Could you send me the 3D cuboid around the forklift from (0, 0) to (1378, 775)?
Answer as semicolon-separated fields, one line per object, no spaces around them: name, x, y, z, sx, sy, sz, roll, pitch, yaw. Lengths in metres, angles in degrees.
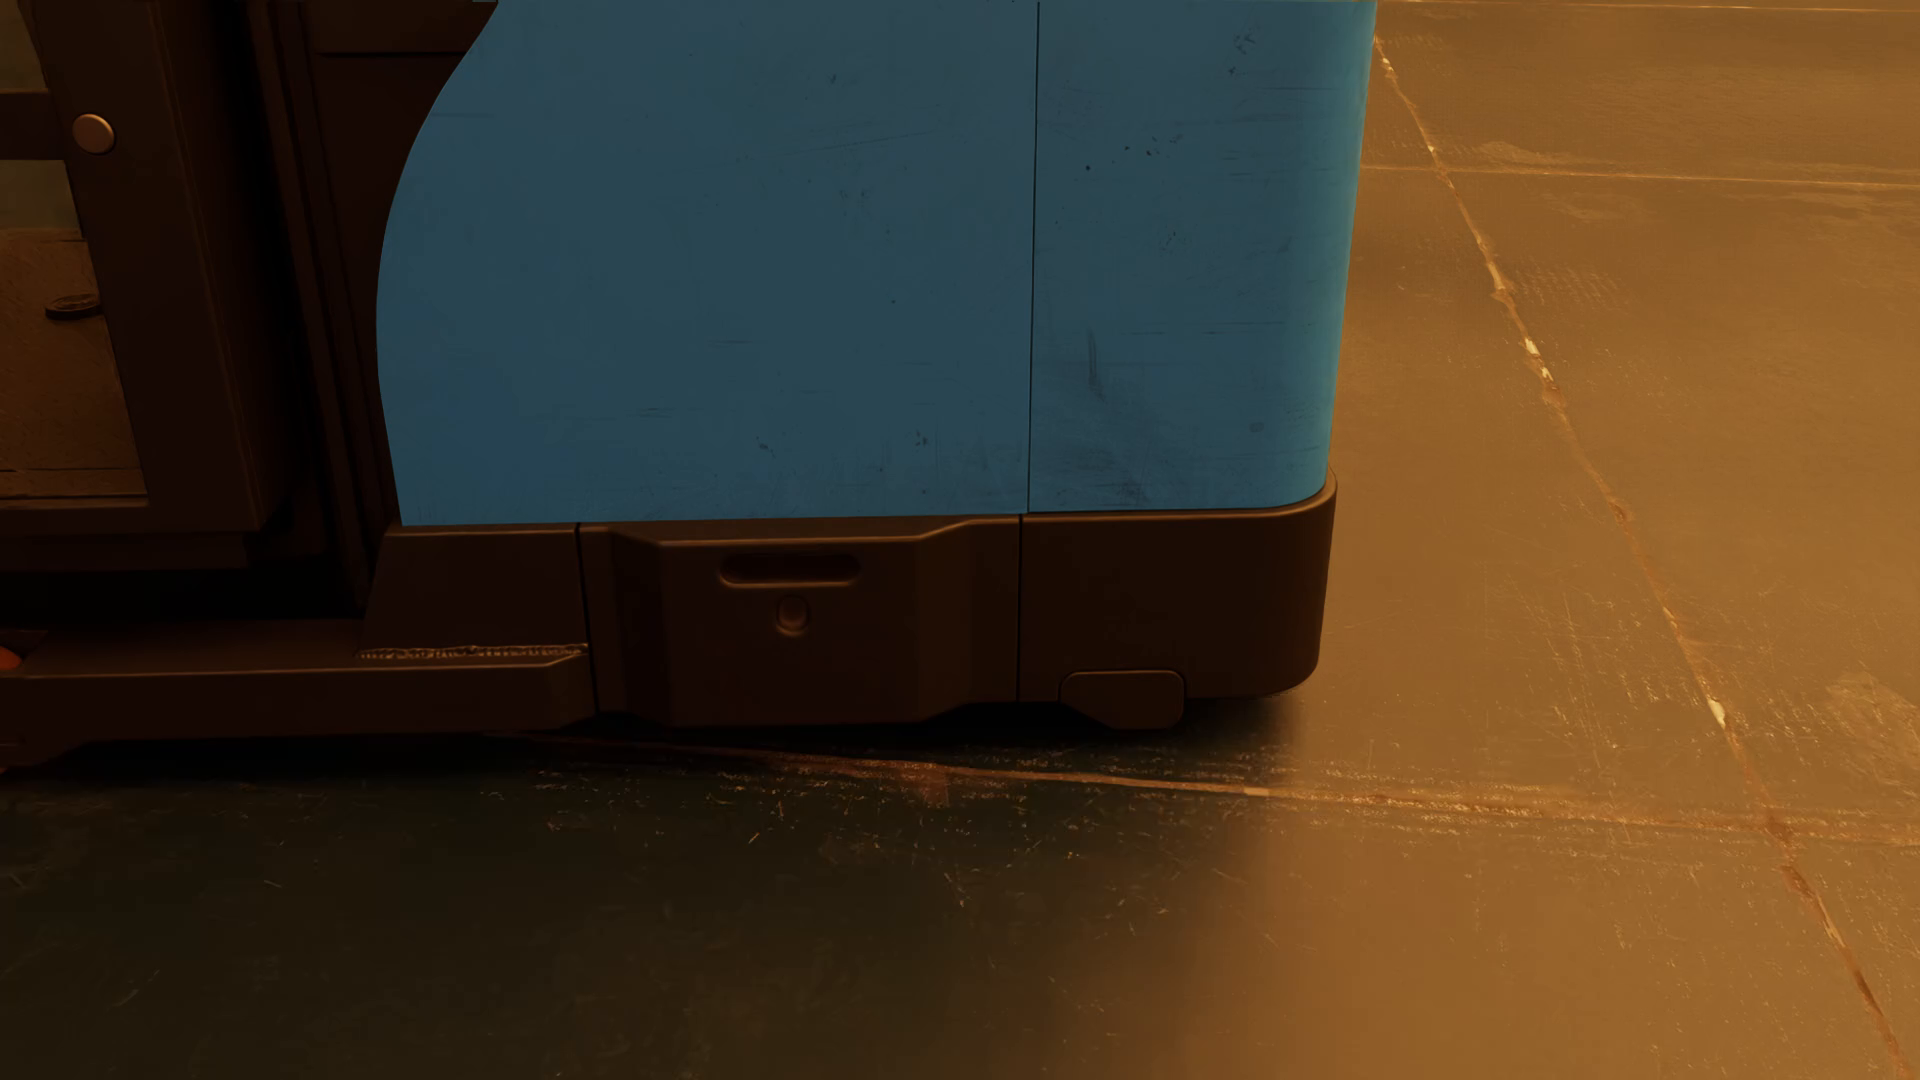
forklift;-1.091;-1.266;1.755;3.031;2.935;1.130;-1;27;-2
